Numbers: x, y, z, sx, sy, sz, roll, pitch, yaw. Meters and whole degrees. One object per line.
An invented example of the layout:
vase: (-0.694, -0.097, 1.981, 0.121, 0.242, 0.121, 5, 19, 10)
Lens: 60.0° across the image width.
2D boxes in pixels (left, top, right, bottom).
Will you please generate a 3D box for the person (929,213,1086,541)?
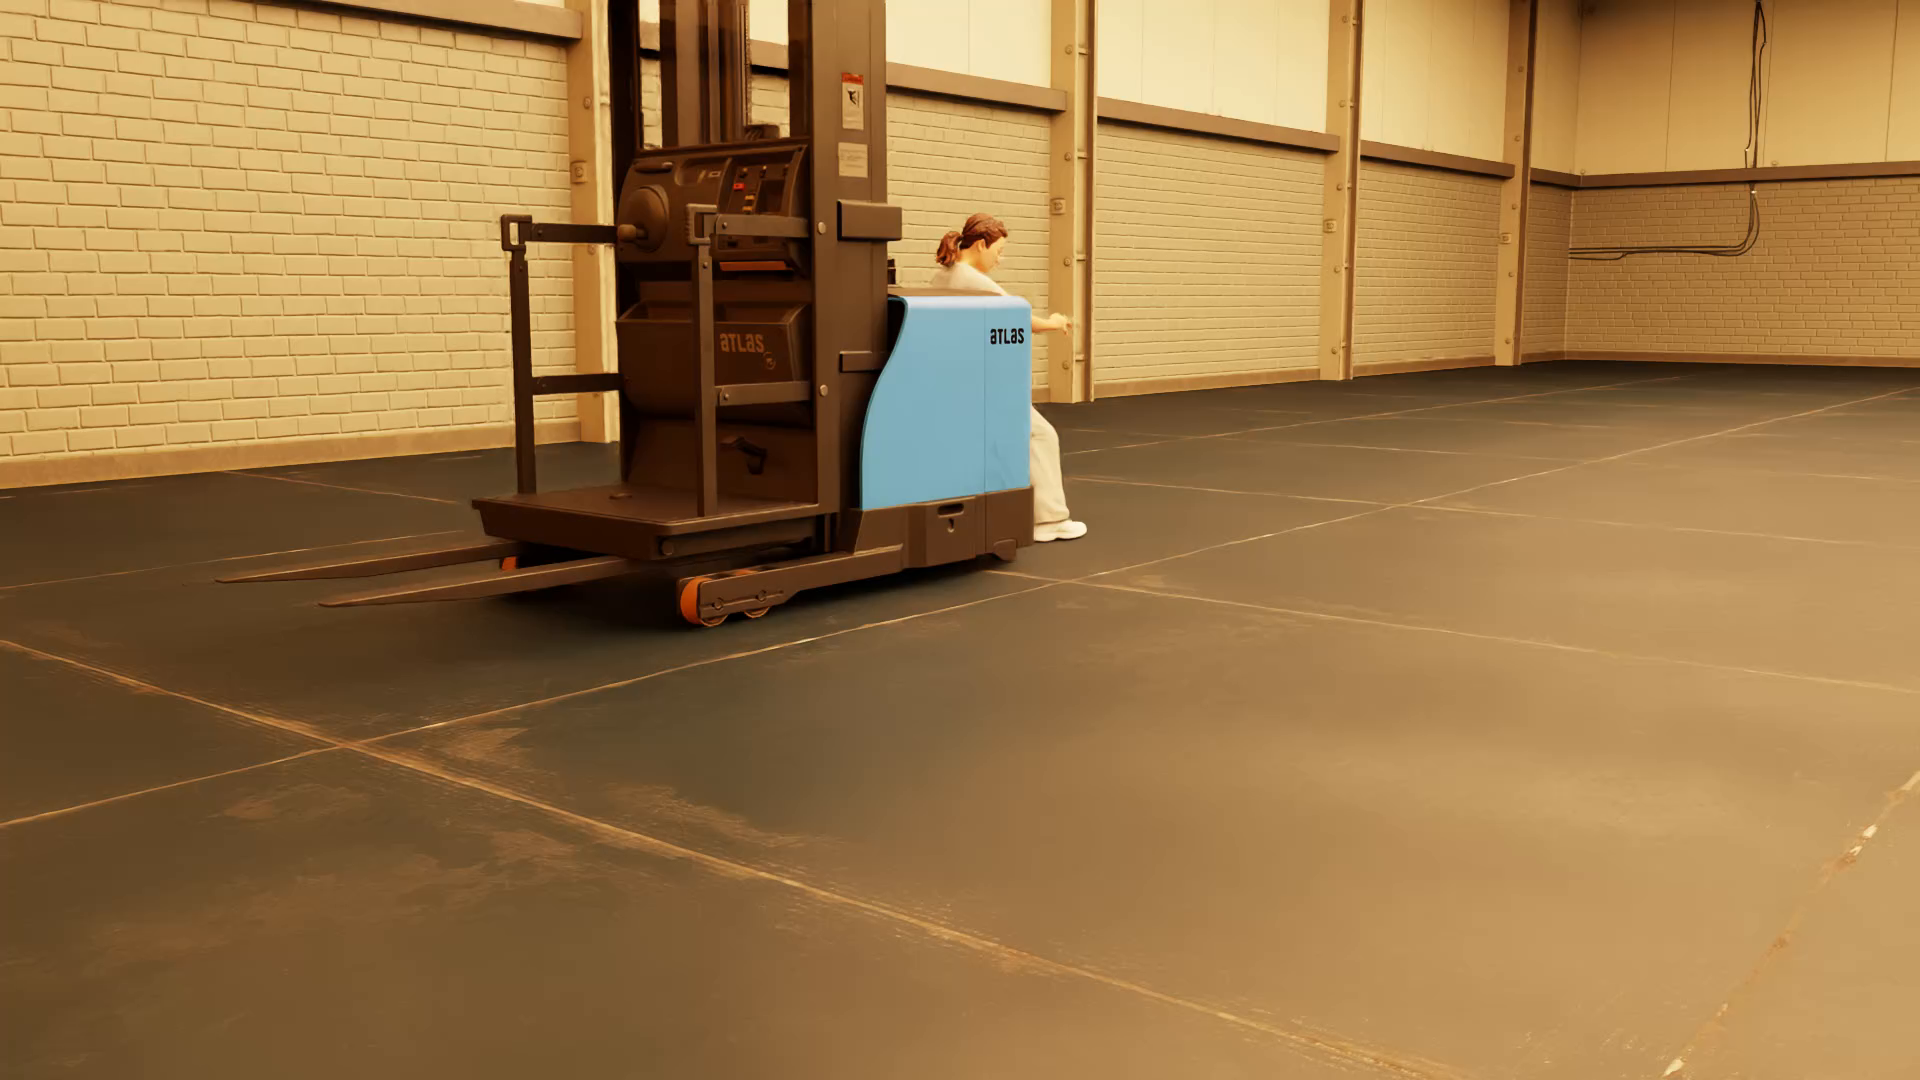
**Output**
person: (0.154, -0.778, 7.711, 0.645, 1.448, 1.091, -3, 9, -20)

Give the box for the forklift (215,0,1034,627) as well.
forklift: (-1.034, -1.246, 5.799, 1.130, 2.935, 3.031, 7, 11, 40)
